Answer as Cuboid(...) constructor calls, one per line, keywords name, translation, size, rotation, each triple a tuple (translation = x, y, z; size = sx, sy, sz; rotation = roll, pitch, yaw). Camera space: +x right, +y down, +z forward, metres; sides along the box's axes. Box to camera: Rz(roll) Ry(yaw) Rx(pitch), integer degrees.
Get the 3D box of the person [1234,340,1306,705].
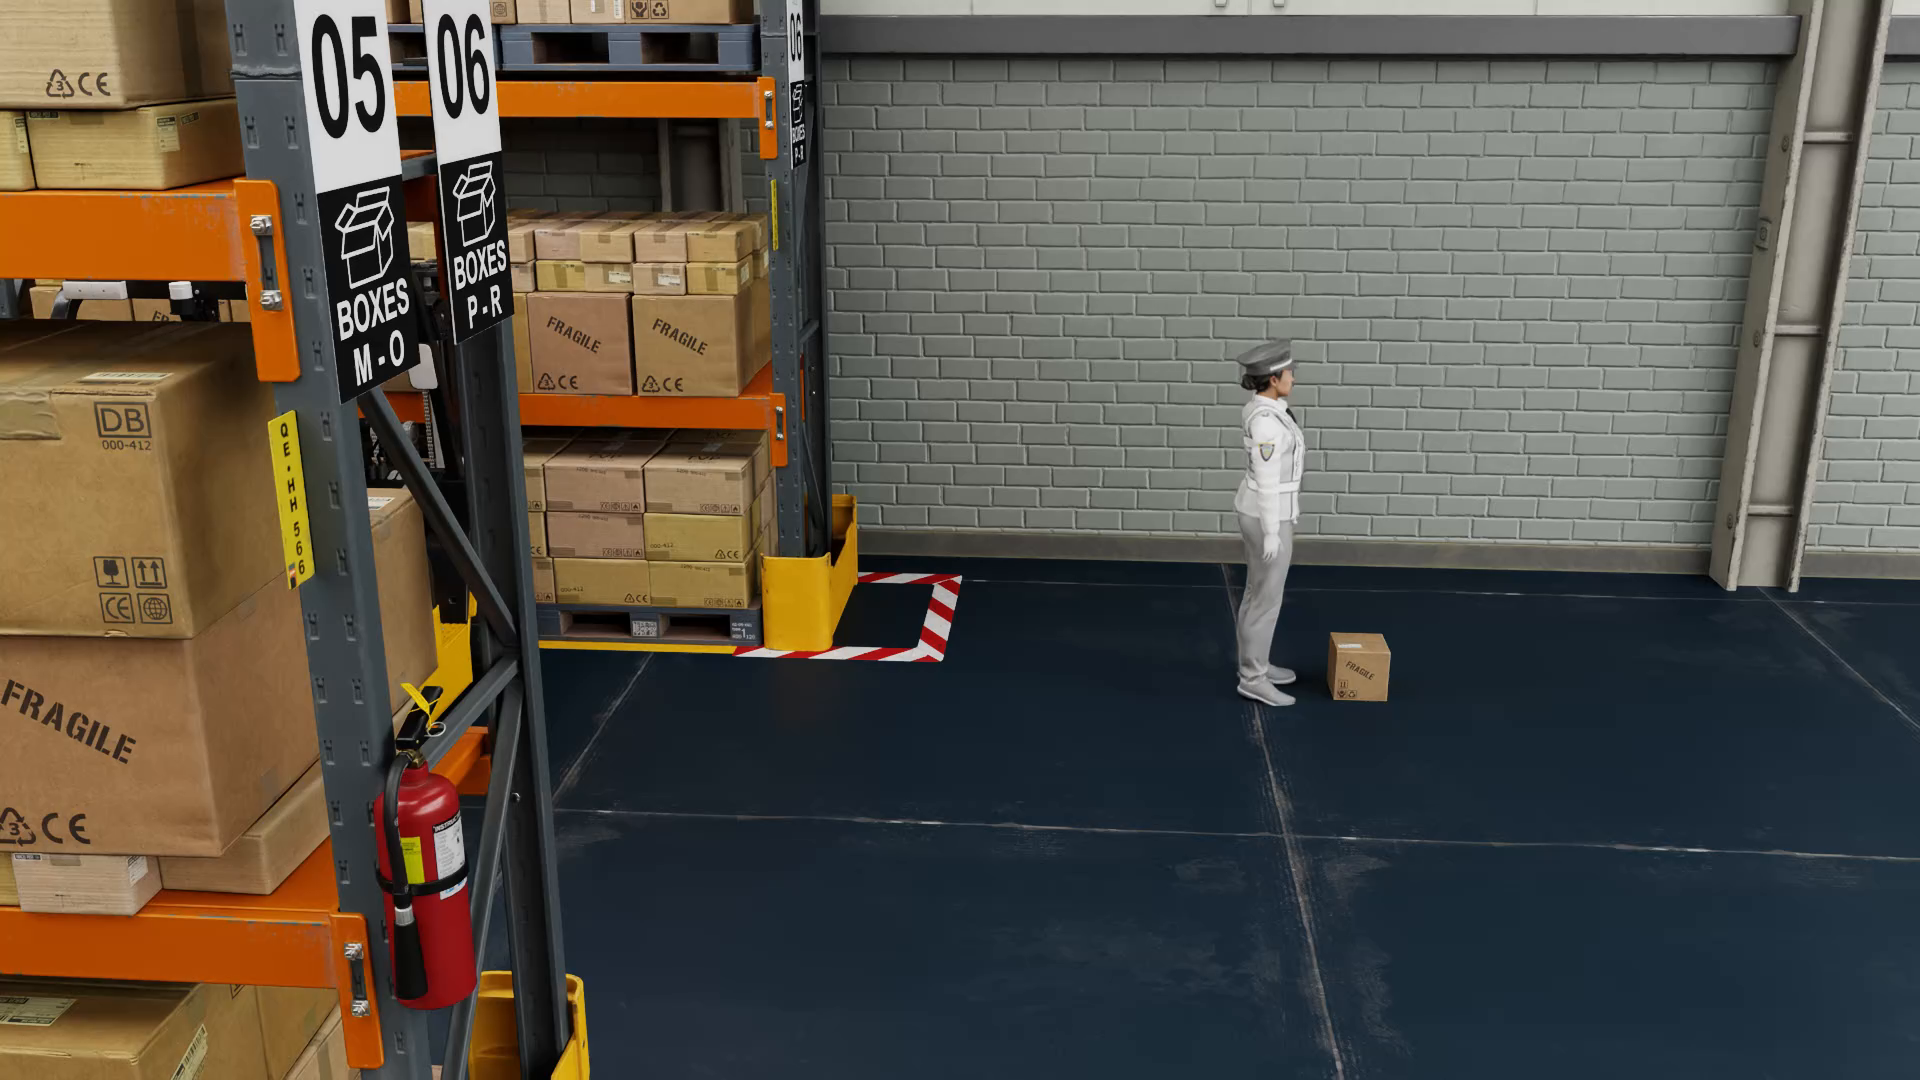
Cuboid(name="person", translation=(1.449, -0.084, 7.800), size=(0.366, 1.724, 0.483), rotation=(1, 18, 5))
